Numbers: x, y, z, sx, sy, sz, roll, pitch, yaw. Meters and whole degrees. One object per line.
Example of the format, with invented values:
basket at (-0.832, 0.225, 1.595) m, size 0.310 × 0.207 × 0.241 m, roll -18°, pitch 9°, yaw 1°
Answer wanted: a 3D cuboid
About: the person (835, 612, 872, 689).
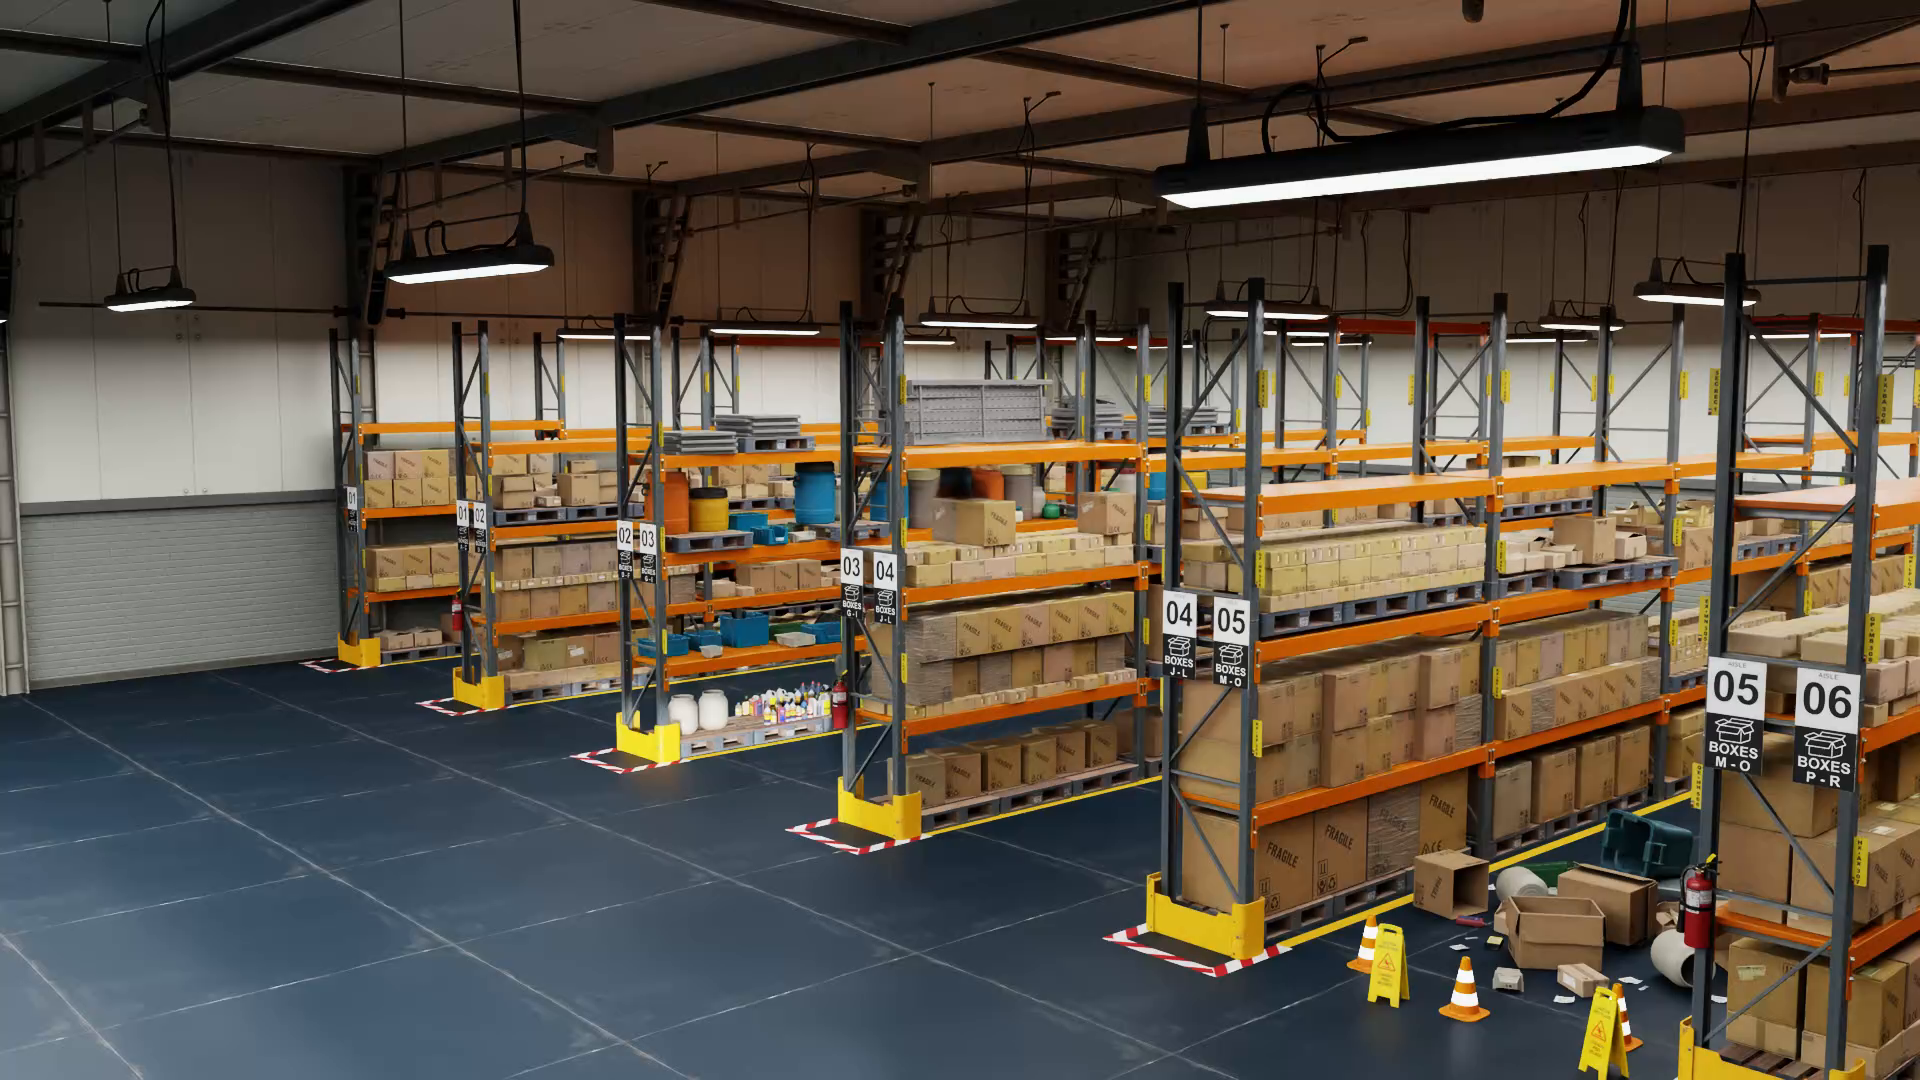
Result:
person at (-1.752, 1.658, 27.056) m, size 0.769 × 1.652 × 0.506 m, roll -3°, pitch 6°, yaw -25°
